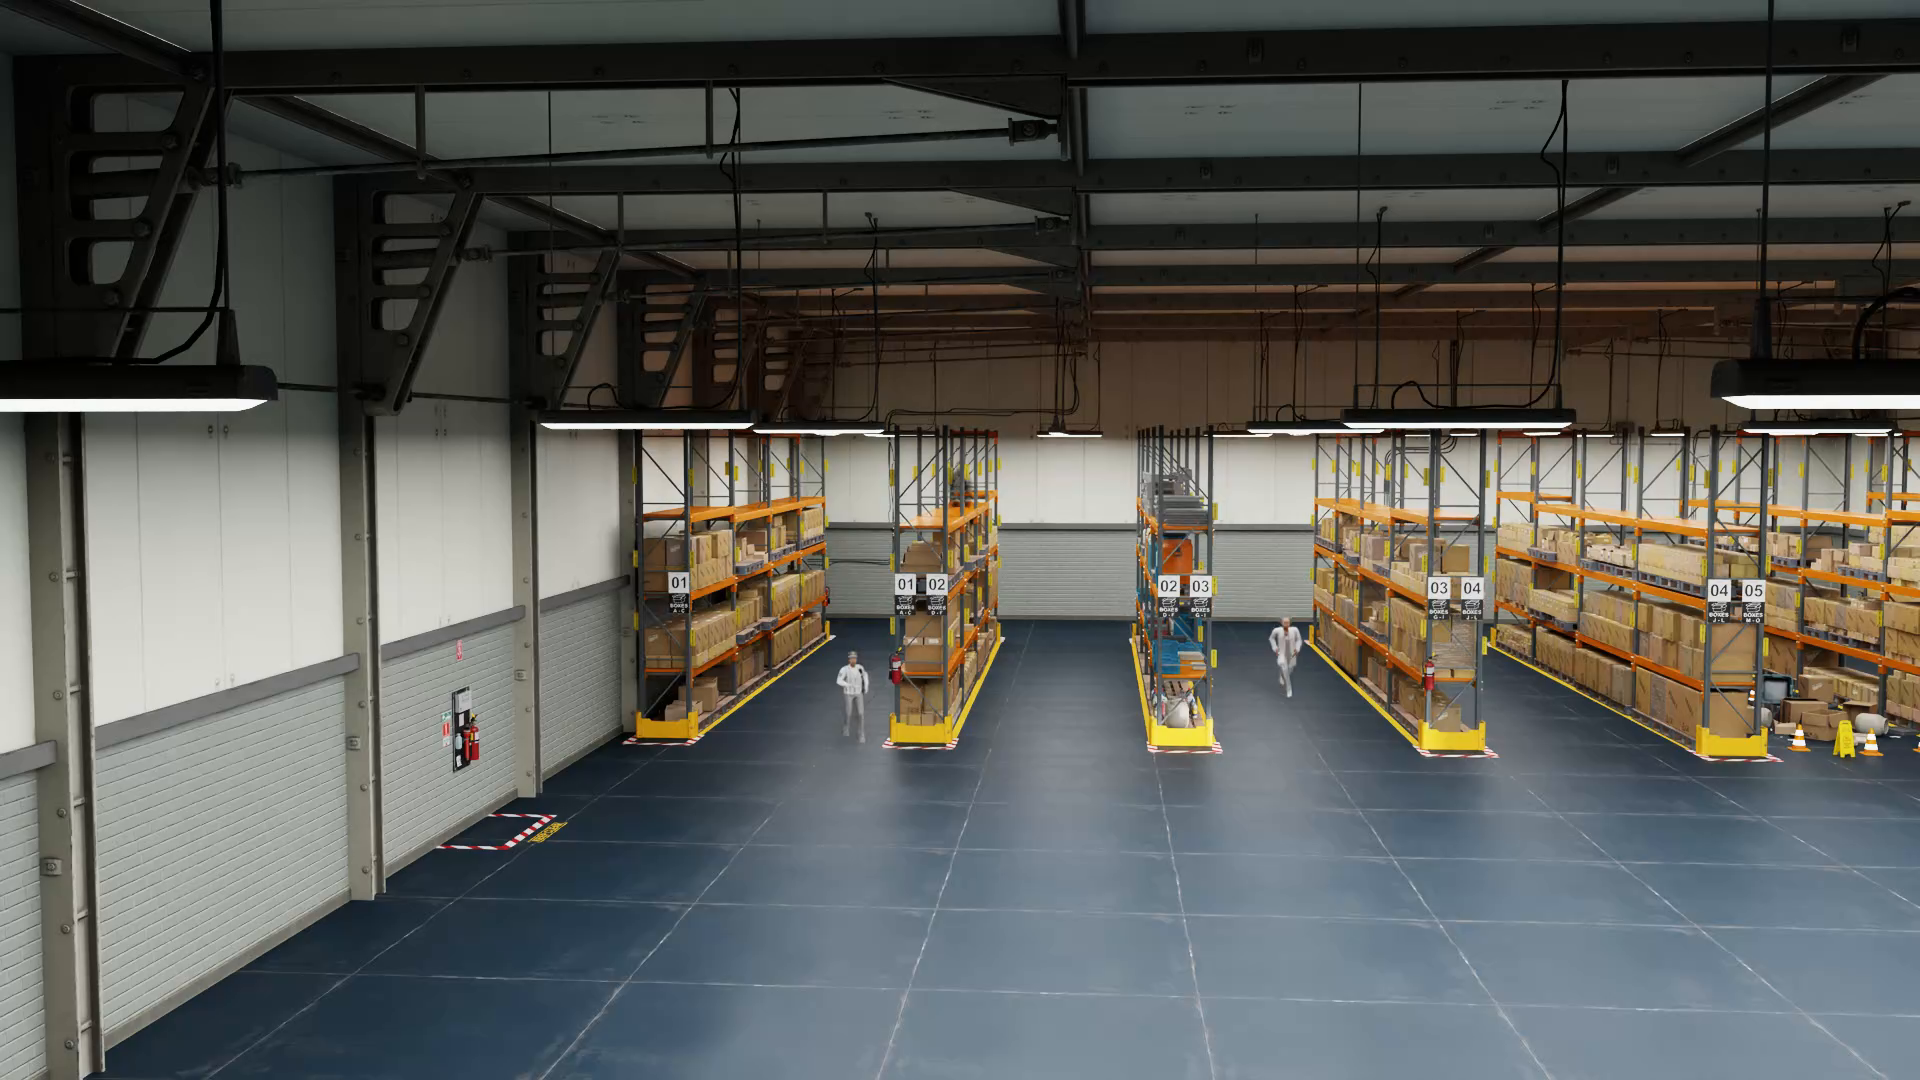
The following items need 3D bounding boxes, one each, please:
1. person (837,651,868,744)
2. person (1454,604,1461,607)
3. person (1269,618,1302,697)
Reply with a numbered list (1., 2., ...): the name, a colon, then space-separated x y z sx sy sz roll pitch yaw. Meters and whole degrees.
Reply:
1. person: -2.042 2.975 31.675 0.646 1.751 0.785 -1 4 -17
2. person: 13.574 2.100 46.033 0.702 1.768 0.862 2 4 33
3. person: 7.338 2.665 37.533 0.712 1.679 1.072 0 3 -2
